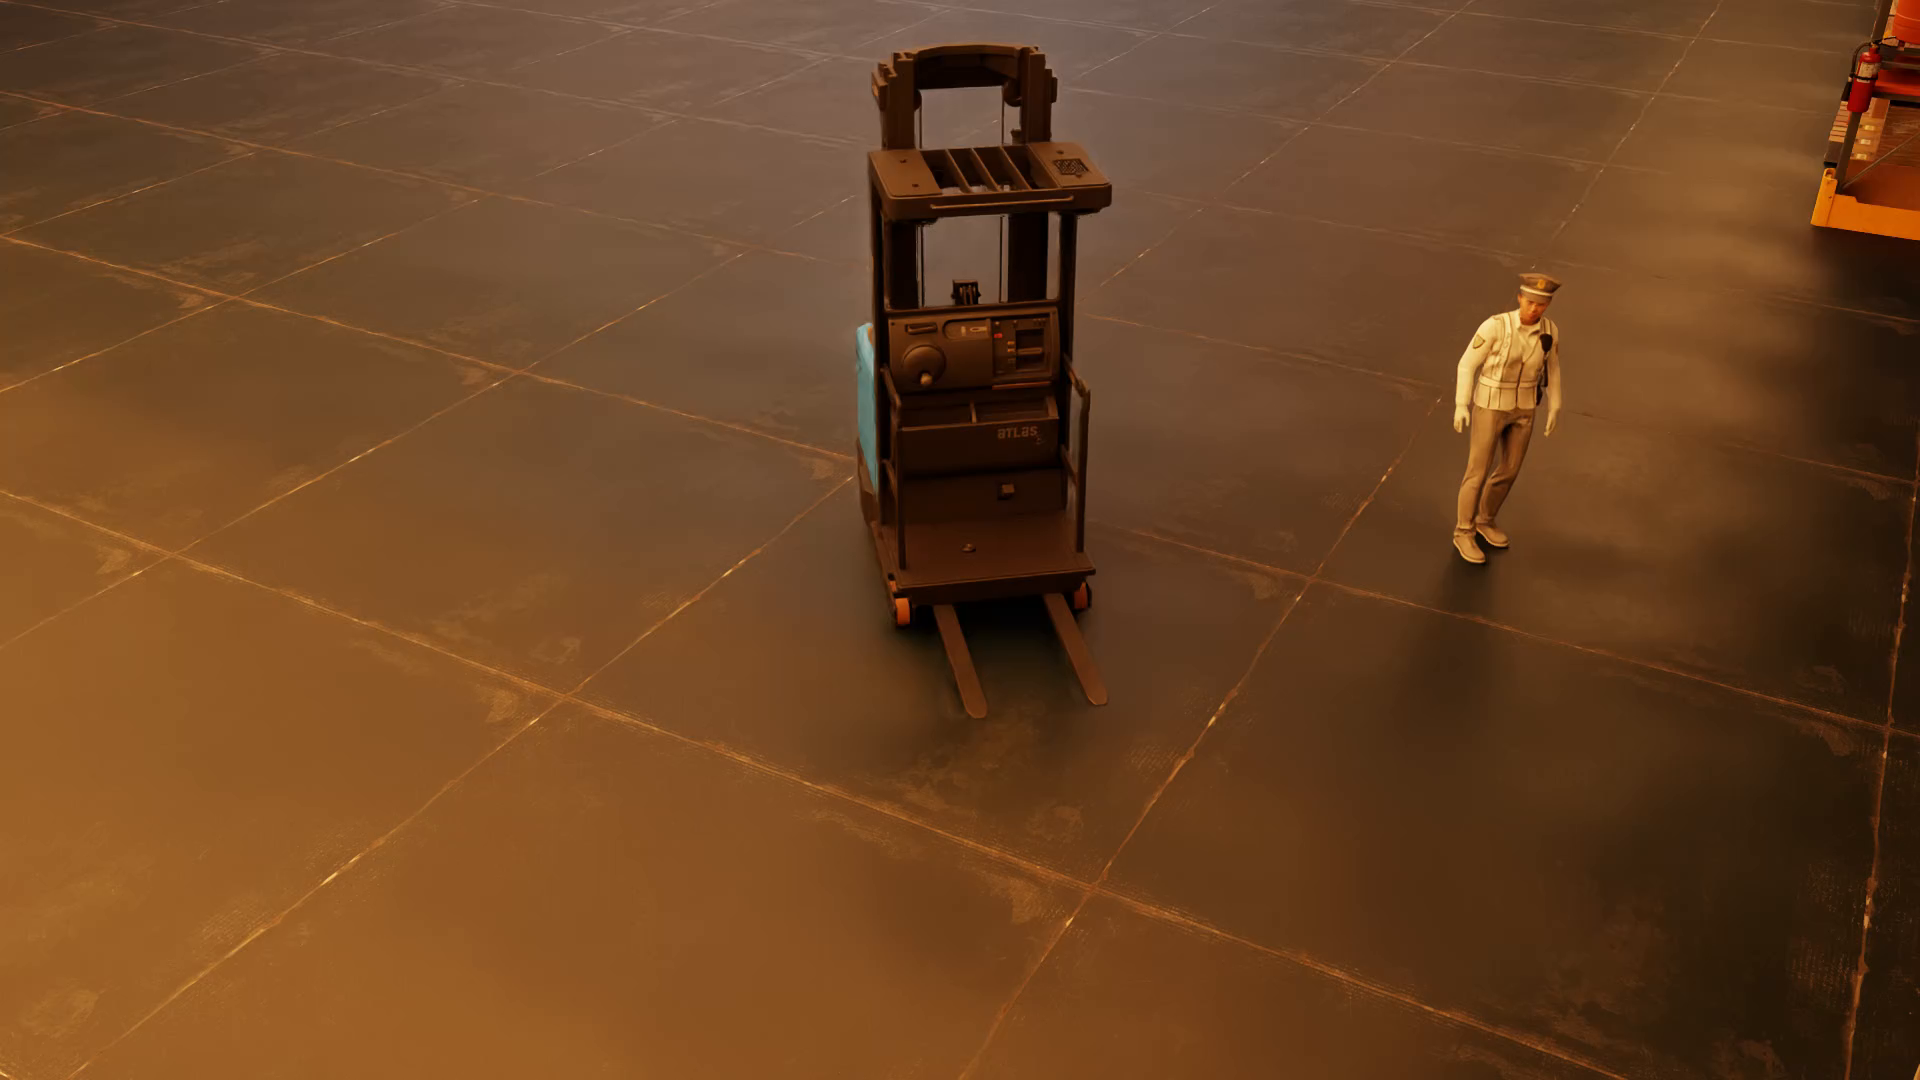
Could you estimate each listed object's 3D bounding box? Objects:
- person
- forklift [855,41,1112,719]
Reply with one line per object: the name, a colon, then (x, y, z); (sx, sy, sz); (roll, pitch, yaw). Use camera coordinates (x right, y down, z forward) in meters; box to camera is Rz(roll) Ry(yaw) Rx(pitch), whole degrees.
person: (3.169, -0.709, 9.549); (0.635, 1.685, 0.482); (-5, 30, -9)
forklift: (0.120, -0.986, 8.779); (1.130, 2.935, 3.031); (-5, 30, -9)
